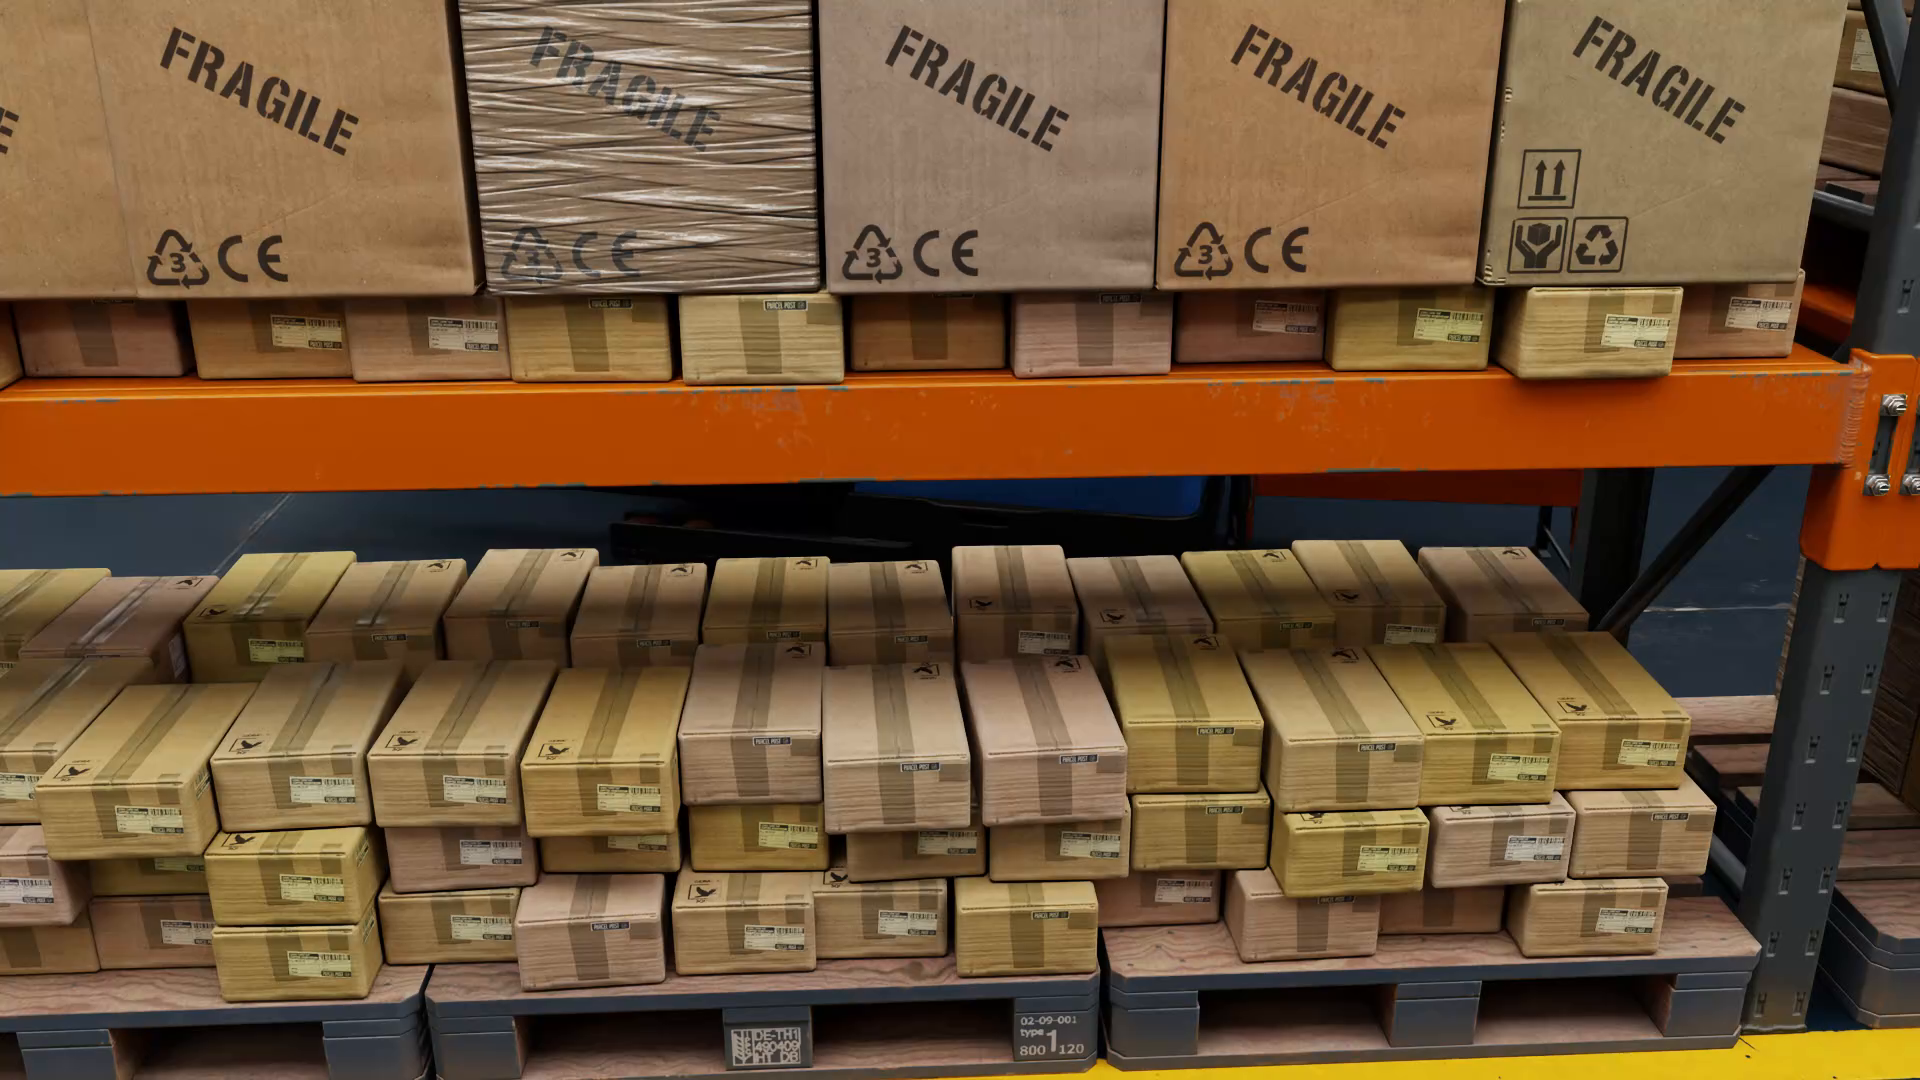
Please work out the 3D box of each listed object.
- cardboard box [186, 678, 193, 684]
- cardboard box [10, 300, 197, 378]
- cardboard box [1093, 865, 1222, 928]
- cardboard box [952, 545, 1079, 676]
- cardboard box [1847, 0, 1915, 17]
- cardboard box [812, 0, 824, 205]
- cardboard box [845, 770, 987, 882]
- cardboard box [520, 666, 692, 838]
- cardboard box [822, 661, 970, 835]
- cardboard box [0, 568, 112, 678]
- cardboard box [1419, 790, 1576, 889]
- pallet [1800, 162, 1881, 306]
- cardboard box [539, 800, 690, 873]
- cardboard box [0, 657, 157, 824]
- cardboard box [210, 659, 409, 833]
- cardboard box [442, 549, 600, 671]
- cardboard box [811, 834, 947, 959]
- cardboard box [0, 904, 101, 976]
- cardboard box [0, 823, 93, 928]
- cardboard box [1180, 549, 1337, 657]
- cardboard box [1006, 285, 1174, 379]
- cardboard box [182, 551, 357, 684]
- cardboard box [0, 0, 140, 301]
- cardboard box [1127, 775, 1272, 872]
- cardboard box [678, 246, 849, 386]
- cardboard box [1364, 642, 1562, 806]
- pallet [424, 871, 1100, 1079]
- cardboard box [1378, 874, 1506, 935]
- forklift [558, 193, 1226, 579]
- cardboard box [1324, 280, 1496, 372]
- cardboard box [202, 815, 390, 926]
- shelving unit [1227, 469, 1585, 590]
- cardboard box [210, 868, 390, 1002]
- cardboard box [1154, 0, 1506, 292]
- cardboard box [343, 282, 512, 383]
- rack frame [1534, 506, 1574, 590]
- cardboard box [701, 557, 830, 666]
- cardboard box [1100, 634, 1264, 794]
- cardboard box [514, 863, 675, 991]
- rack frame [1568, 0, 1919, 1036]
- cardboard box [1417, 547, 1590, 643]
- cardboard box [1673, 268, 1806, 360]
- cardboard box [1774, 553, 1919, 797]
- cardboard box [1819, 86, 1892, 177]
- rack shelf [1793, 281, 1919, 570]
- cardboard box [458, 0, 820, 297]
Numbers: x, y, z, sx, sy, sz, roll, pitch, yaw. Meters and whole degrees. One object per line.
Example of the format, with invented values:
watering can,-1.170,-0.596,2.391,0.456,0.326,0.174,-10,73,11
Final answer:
cardboard box,-1.704,0.339,3.513,0.250,0.149,0.380,-2,21,-4
cardboard box,-1.362,-0.393,2.790,0.250,0.149,0.380,0,21,-1
cardboard box,0.348,0.590,3.271,0.250,0.149,0.380,-2,21,-4
cardboard box,0.113,0.147,3.599,0.250,0.149,0.380,-1,21,-2
cardboard box,1.904,-1.075,3.156,0.250,0.149,0.380,0,21,-1
cardboard box,-0.527,-0.875,3.144,0.500,0.500,0.500,0,21,0
cardboard box,-0.096,0.478,3.149,0.250,0.149,0.380,-2,21,-6
cardboard box,-0.624,0.375,3.001,0.250,0.149,0.380,-1,21,-2
cardboard box,-0.124,0.369,3.015,0.250,0.149,0.380,-2,21,-5
cardboard box,-1.965,0.198,3.466,0.250,0.149,0.380,-1,21,-2
cardboard box,0.949,0.485,3.129,0.250,0.149,0.380,-2,21,-6
pallet,2.286,-0.515,3.028,1.213,0.211,1.003,-1,21,-3
cardboard box,-0.635,0.470,3.169,0.250,0.149,0.380,0,21,0
cardboard box,-1.668,0.360,3.040,0.250,0.149,0.380,-1,21,-2
cardboard box,-1.166,0.366,3.024,0.250,0.149,0.380,-2,21,-6
cardboard box,-0.932,0.155,3.580,0.250,0.149,0.380,0,21,-1
cardboard box,-0.155,0.627,3.176,0.250,0.149,0.380,-1,21,-2
cardboard box,-1.681,0.645,3.127,0.250,0.149,0.380,-1,21,-3
cardboard box,-1.665,0.532,3.005,0.250,0.149,0.380,-1,21,-3
cardboard box,0.631,0.158,3.571,0.250,0.149,0.380,-1,21,-4
cardboard box,0.193,-0.394,2.792,0.250,0.149,0.380,-2,21,-5
cardboard box,-1.460,0.163,3.559,0.250,0.149,0.380,-2,21,-4
cardboard box,-1.482,-0.676,2.623,0.500,0.500,0.500,-1,21,-3
cardboard box,0.426,0.467,3.176,0.250,0.149,0.380,-1,21,-3
cardboard box,-0.314,-0.377,2.749,0.250,0.149,0.380,-1,21,-2
cardboard box,0.921,0.336,3.103,0.250,0.149,0.380,-1,21,-2
pallet,-0.375,0.714,3.448,1.213,0.211,1.003,-1,21,-3
cardboard box,0.878,0.600,3.246,0.250,0.149,0.380,-1,21,-2
forklift,-0.644,-1.442,5.289,3.031,2.935,1.130,5,21,13
cardboard box,0.721,-0.406,2.826,0.250,0.149,0.380,0,21,-1
cardboard box,-1.163,0.529,3.013,0.250,0.149,0.380,-1,21,-1
shelving unit,1.404,-0.433,5.178,1.048,1.125,0.538,2,21,6
cardboard box,-1.172,0.671,3.058,0.250,0.149,0.380,-1,21,-2
cardboard box,0.529,-0.706,2.702,0.500,0.500,0.500,-2,21,-5
cardboard box,-0.842,-0.384,2.768,0.250,0.149,0.380,-2,21,-4
rack frame,1.910,-0.414,5.127,0.032,1.125,0.500,2,21,6
cardboard box,-0.403,0.173,3.531,0.250,0.149,0.380,-1,21,-3
cardboard box,0.410,0.321,3.142,0.250,0.149,0.380,0,21,-1
cardboard box,-0.669,0.658,3.093,0.250,0.149,0.380,-2,21,-6
rack frame,1.514,-0.641,3.089,0.127,3.000,1.000,-1,21,-3
cardboard box,1.159,0.151,3.590,0.250,0.149,0.380,0,21,-1
cardboard box,1.243,-0.435,2.900,0.250,0.149,0.380,-1,21,-4
cardboard box,2.239,0.227,3.733,0.500,0.500,0.500,-2,21,-4
cardboard box,1.900,-0.798,3.264,0.250,0.149,0.380,-2,21,-4
rack shelf,3.511,-0.345,3.323,4.000,0.370,1.077,-1,21,-3
cardboard box,-0.484,-0.694,2.670,0.500,0.500,0.500,-2,21,-4
